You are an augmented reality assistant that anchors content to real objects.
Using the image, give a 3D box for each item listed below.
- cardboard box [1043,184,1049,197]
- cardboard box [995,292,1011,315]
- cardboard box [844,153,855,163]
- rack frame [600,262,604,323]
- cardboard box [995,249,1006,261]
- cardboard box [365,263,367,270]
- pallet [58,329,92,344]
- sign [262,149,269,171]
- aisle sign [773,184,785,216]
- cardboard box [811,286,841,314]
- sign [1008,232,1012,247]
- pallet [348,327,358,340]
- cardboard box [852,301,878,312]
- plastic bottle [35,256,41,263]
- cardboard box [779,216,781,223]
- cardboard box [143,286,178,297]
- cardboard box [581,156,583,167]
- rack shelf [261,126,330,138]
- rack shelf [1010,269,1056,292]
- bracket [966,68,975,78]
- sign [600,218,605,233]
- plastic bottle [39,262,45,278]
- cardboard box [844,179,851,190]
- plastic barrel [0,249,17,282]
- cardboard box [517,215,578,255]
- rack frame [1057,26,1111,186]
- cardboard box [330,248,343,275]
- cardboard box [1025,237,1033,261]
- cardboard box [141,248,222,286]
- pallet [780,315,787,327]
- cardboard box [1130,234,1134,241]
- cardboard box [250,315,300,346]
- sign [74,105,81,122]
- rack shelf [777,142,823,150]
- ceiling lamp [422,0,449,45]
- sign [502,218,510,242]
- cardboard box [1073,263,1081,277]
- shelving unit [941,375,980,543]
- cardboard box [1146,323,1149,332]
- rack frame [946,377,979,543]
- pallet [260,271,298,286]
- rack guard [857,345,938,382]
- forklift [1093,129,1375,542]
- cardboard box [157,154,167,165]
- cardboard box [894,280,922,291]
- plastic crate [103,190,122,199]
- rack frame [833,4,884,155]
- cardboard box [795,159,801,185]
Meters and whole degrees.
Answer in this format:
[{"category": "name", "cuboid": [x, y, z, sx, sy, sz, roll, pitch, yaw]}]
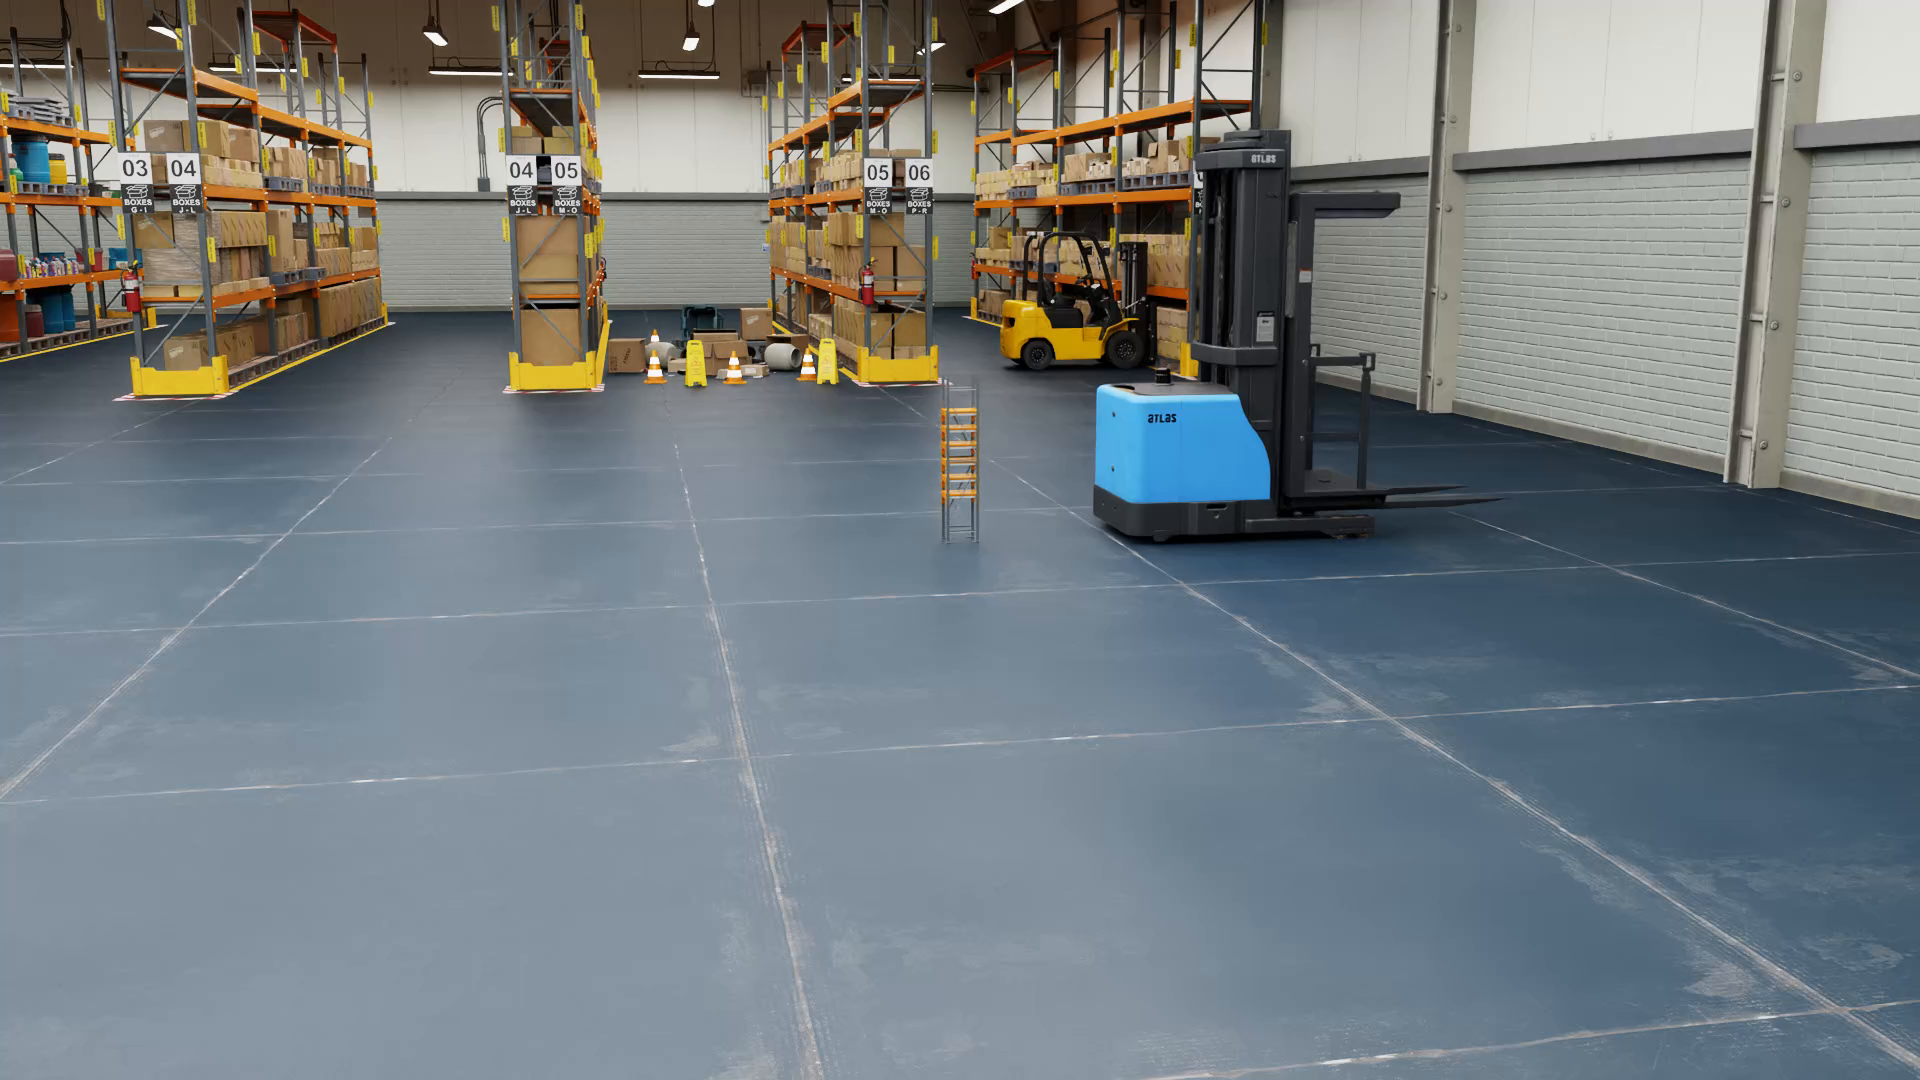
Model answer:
[{"category": "cardboard box", "cuboid": [1.972, -7.052, 33.604, 0.500, 0.250, 0.500, -2, 11, -11]}, {"category": "cardboard box", "cuboid": [1.209, -5.456, 38.403, 0.700, 0.500, 0.500, -3, 11, -13]}, {"category": "cardboard box", "cuboid": [-1.590, -5.900, 25.687, 0.380, 0.149, 0.250, -2, 11, -10]}, {"category": "rack frame", "cuboid": [-8.851, -6.562, 38.652, 1.000, 3.000, 0.127, -2, 11, -11]}, {"category": "cardboard box", "cuboid": [1.096, -6.549, 38.186, 0.500, 0.250, 0.500, -2, 11, -11]}, {"category": "cardboard box", "cuboid": [-13.438, -6.123, 36.346, 1.022, 0.399, 1.531, -2, 11, -12]}, {"category": "pallet", "cuboid": [-17.708, -3.974, 32.510, 1.003, 0.211, 1.213, -2, 11, -11]}, {"category": "sign", "cuboid": [-10.872, -5.948, 26.021, 0.100, 0.325, 0.005, -2, 11, -11]}, {"category": "aisle sign", "cuboid": [-4.314, -8.041, 39.466, 0.394, 0.787, 0.004, -2, 11, -11]}, {"category": "cardboard box", "cuboid": [-2.513, -4.586, 32.827, 0.875, 0.875, 0.875, -2, 11, -12]}, {"category": "sign", "cuboid": [1.100, -6.613, 36.601, 0.100, 0.325, 0.005, -2, 11, -11]}, {"category": "pallet", "cuboid": [-12.734, -4.158, 33.479, 1.003, 0.211, 1.213, -2, 11, -11]}, {"category": "cardboard box", "cuboid": [-1.453, -3.571, 25.428, 0.380, 0.149, 0.250, -2, 11, -9]}, {"category": "plastic bottle", "cuboid": [-18.058, -5.379, 32.566, 0.144, 0.351, 0.185, -2, 11, -11]}, {"category": "cardboard box", "cuboid": [-3.859, -7.212, 37.391, 0.380, 0.149, 0.250, -2, 11, -11]}, {"category": "cardboard box", "cuboid": [-10.882, -3.387, 22.643, 0.380, 0.149, 0.250, -2, 11, -11]}, {"category": "cardboard box", "cuboid": [-5.492, -5.308, 23.321, 0.380, 0.149, 0.250, -2, 11, -11]}, {"category": "rack shelf", "cuboid": [-12.569, -7.793, 31.546, 0.919, 0.124, 3.809, -2, 11, -11]}, {"category": "rack shelf", "cuboid": [2.020, -5.488, 34.933, 1.077, 0.370, 4.000, -2, 11, -11]}, {"category": "bracket", "cuboid": [0.322, -12.683, 45.136, 0.235, 0.232, 0.430, -2, 11, -11]}, {"category": "sign", "cuboid": [-8.303, -7.303, 38.601, 0.100, 0.325, 0.005, -2, 11, -11]}, {"category": "plastic bottle", "cuboid": [-16.986, -5.001, 30.759, 0.061, 0.283, 0.133, -2, 11, -11]}, {"category": "cardboard box", "cuboid": [-1.590, -5.512, 25.783, 0.380, 0.149, 0.250, -2, 11, -12]}, {"category": "plastic barrel", "cuboid": [-16.651, -4.746, 28.745, 0.600, 0.536, 0.708, -2, 11, -11]}, {"category": "cardboard box", "cuboid": [-5.774, -4.301, 23.485, 0.875, 0.550, 0.550, -2, 11, -11]}, {"category": "rack frame", "cuboid": [2.408, -8.422, 32.378, 1.000, 3.000, 0.127, -2, 11, -11]}, {"category": "cardboard box", "cuboid": [-12.402, -5.454, 32.559, 0.500, 0.500, 0.500, -2, 11, -12]}, {"category": "cardboard box", "cuboid": [1.759, -6.128, 34.980, 0.700, 0.500, 0.500, -2, 11, -11]}, {"category": "cardboard box", "cuboid": [-10.705, -3.763, 22.882, 0.875, 0.500, 0.500, -2, 11, -11]}, {"category": "pallet", "cuboid": [-3.549, -5.024, 38.027, 1.003, 0.211, 1.213, -2, 11, -11]}, {"category": "cardboard box", "cuboid": [3.114, -5.142, 28.391, 0.380, 0.149, 0.250, -2, 11, -10]}, {"category": "cardboard box", "cuboid": [-11.793, -3.594, 28.567, 0.700, 0.500, 0.500, -1, 11, -6]}, {"category": "sign", "cuboid": [-17.277, -8.351, 32.563, 0.100, 0.325, 0.005, -2, 11, -11]}, {"category": "rack shelf", "cuboid": [-3.627, -8.862, 37.299, 0.831, 0.071, 3.687, -2, 11, -11]}, {"category": "ceiling lamp", "cuboid": [-10.093, -11.429, 32.563, 0.800, 3.185, 2.000, -2, 11, -11]}, {"category": "sign", "cuboid": [-6.275, -4.296, 23.014, 0.100, 0.325, 0.005, -2, 11, -11]}, {"category": "cardboard box", "cuboid": [2.455, -5.124, 31.498, 0.500, 0.250, 0.500, -2, 11, -13]}, {"category": "shelving unit", "cuboid": [0.003, -0.587, 12.070, 0.258, 1.200, 0.189, -2, 11, -11]}, {"category": "cardboard box", "cuboid": [3.261, -3.465, 27.272, 0.500, 0.250, 0.500, -2, 11, -11]}, {"category": "rack frame", "cuboid": [0.021, -0.570, 11.982, 0.240, 1.200, 0.006, -2, 11, -11]}, {"category": "pallet", "cuboid": [-11.408, -4.251, 27.021, 1.003, 0.211, 1.213, -2, 11, -11]}, {"category": "rack guard", "cuboid": [-0.919, -2.612, 24.585, 1.175, 0.500, 0.348, -2, 11, -11]}, {"category": "forklift", "cuboid": [2.598, -1.543, 12.463, 3.031, 2.935, 1.130, -2, 11, -11]}, {"category": "cardboard box", "cuboid": [-10.920, -5.153, 22.562, 0.380, 0.149, 0.250, -2, 11, -13]}, {"category": "cardboard box", "cuboid": [-0.767, -3.773, 24.668, 0.380, 0.149, 0.250, -2, 11, -11]}, {"category": "plastic crate", "cuboid": [-18.123, -7.419, 35.699, 0.450, 0.188, 0.336, -2, 11, -11]}, {"category": "rack frame", "cuboid": [-1.678, -7.507, 27.572, 0.949, 2.616, 0.053, -2, 11, -11]}, {"category": "cardboard box", "cuboid": [-2.839, -7.197, 32.575, 0.700, 0.500, 0.500, -3, 11, -14]}]
